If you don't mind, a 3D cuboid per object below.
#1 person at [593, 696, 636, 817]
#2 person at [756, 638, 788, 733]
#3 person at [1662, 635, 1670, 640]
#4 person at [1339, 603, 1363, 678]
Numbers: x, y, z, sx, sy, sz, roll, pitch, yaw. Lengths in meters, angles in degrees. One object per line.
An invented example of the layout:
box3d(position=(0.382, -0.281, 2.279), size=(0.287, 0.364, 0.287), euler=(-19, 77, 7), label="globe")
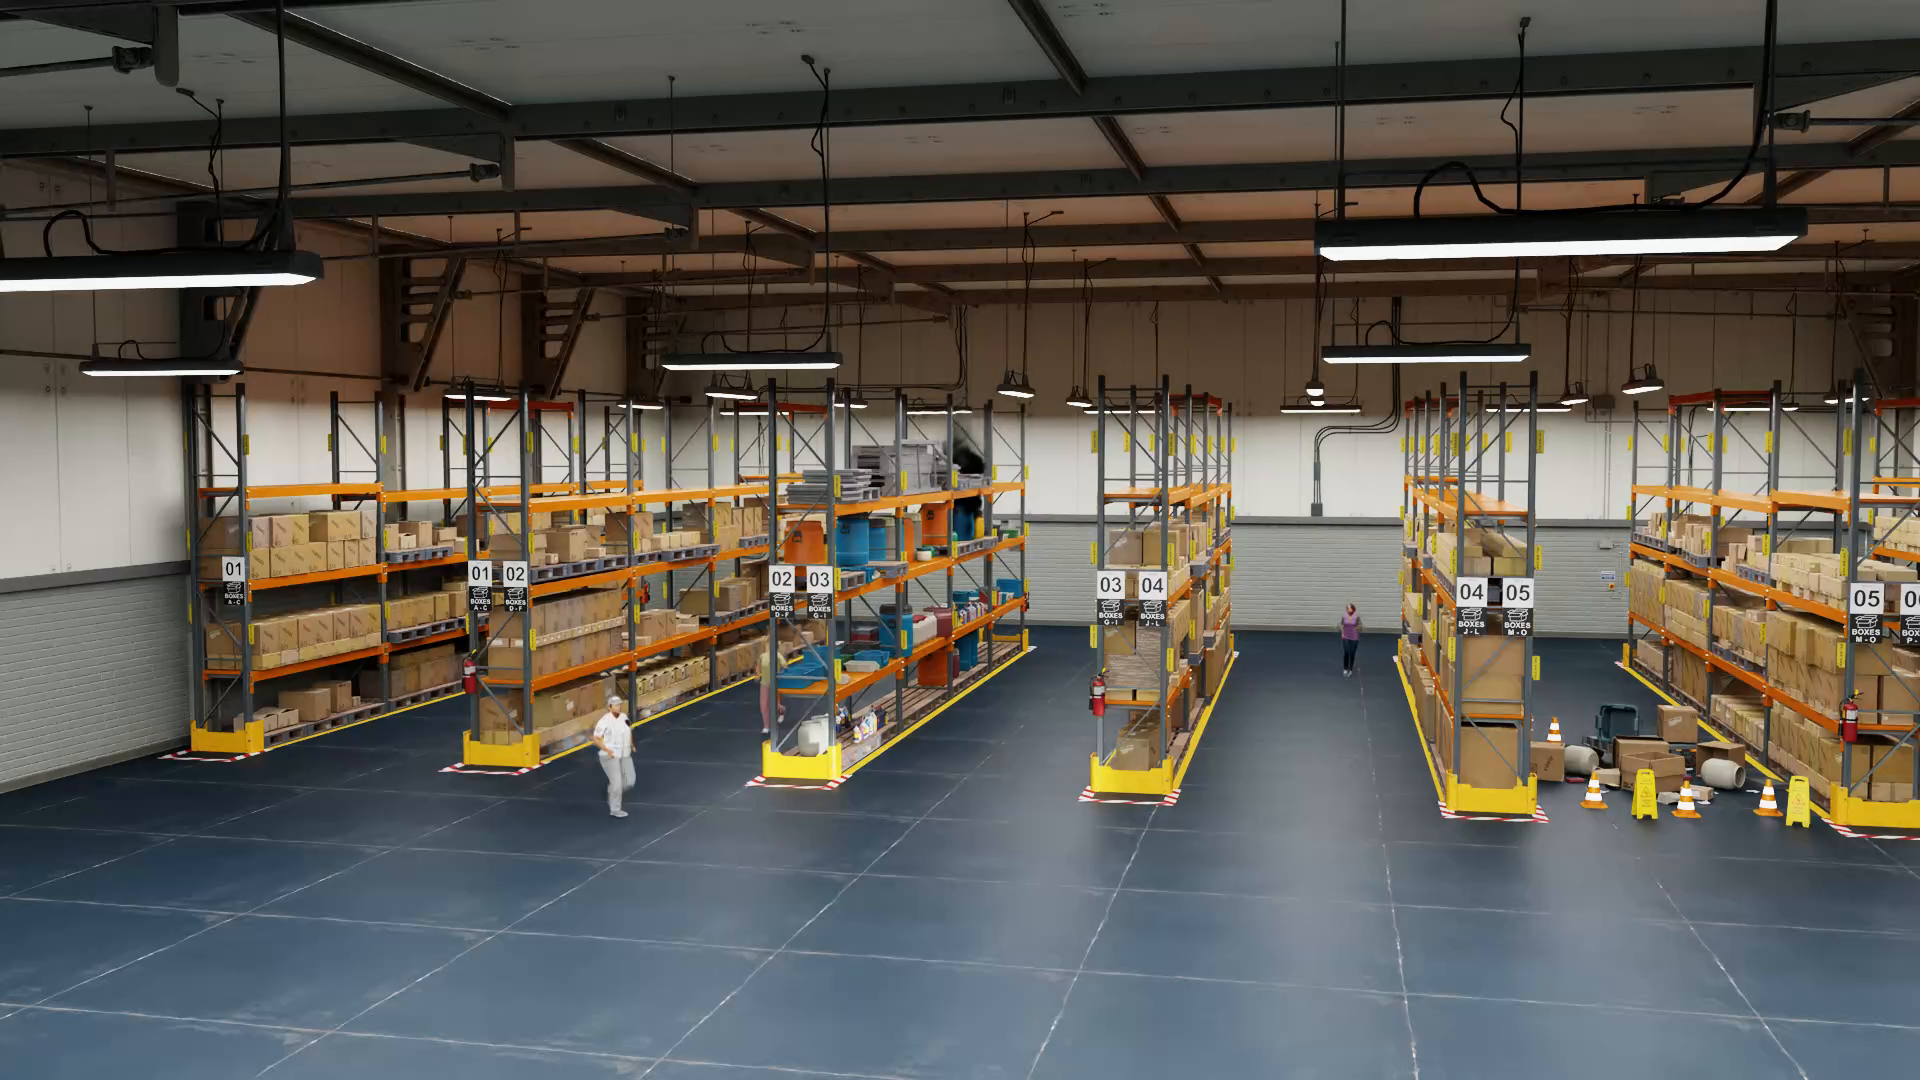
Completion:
box3d(position=(-4.662, 2.909, 22.427), size=(0.537, 1.622, 0.594), euler=(3, 4, 43), label="person")
box3d(position=(-3.296, 2.520, 29.013), size=(0.615, 1.632, 0.712), euler=(1, 3, 15), label="person")
box3d(position=(16.437, 1.989, 38.515), size=(0.677, 1.614, 0.563), euler=(-2, 4, -37), label="person")
box3d(position=(8.423, 2.167, 35.834), size=(0.507, 1.620, 0.679), euler=(1, 3, 15), label="person")
